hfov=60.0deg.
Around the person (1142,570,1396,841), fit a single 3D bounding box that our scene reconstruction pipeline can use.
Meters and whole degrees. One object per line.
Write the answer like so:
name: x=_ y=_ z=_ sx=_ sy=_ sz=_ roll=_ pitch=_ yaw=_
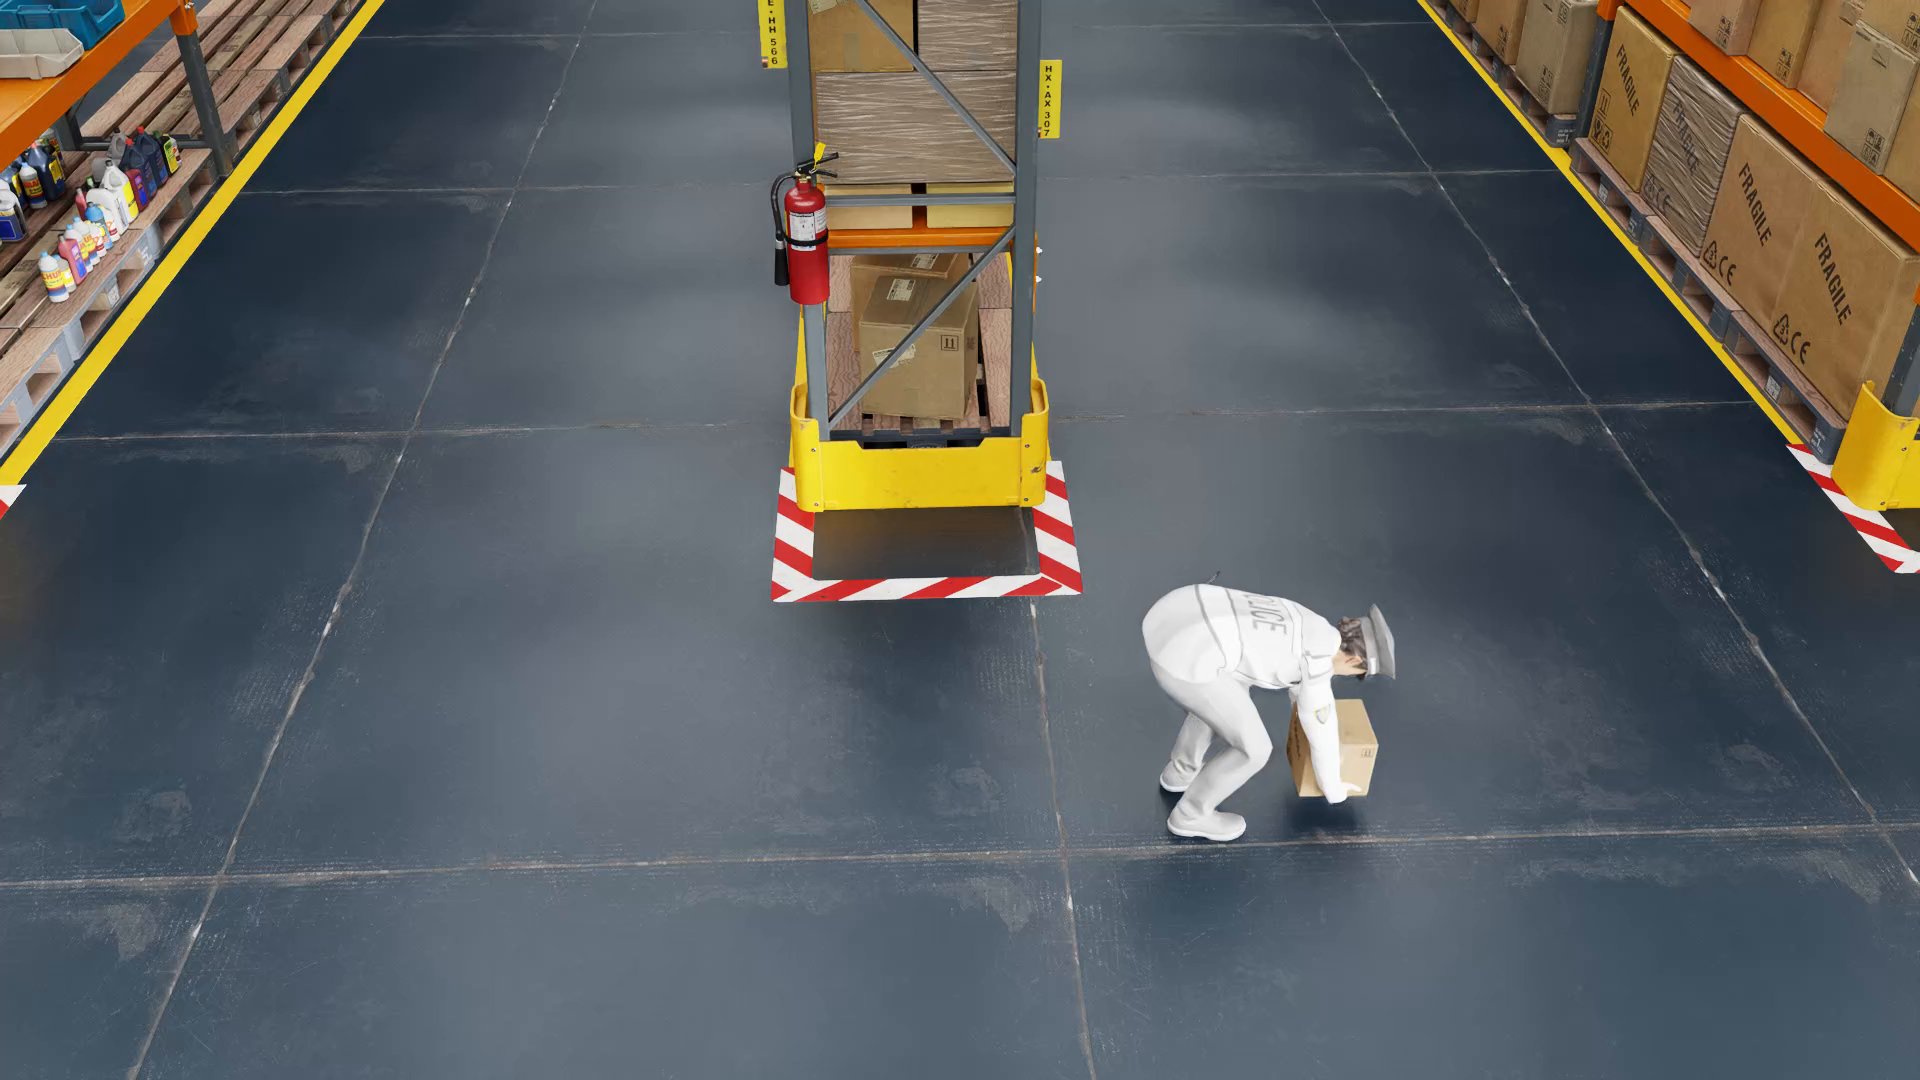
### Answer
person: x=1.082 y=0.587 z=5.918 sx=0.901 sy=0.972 sz=0.444 roll=-3 pitch=36 yaw=-4
